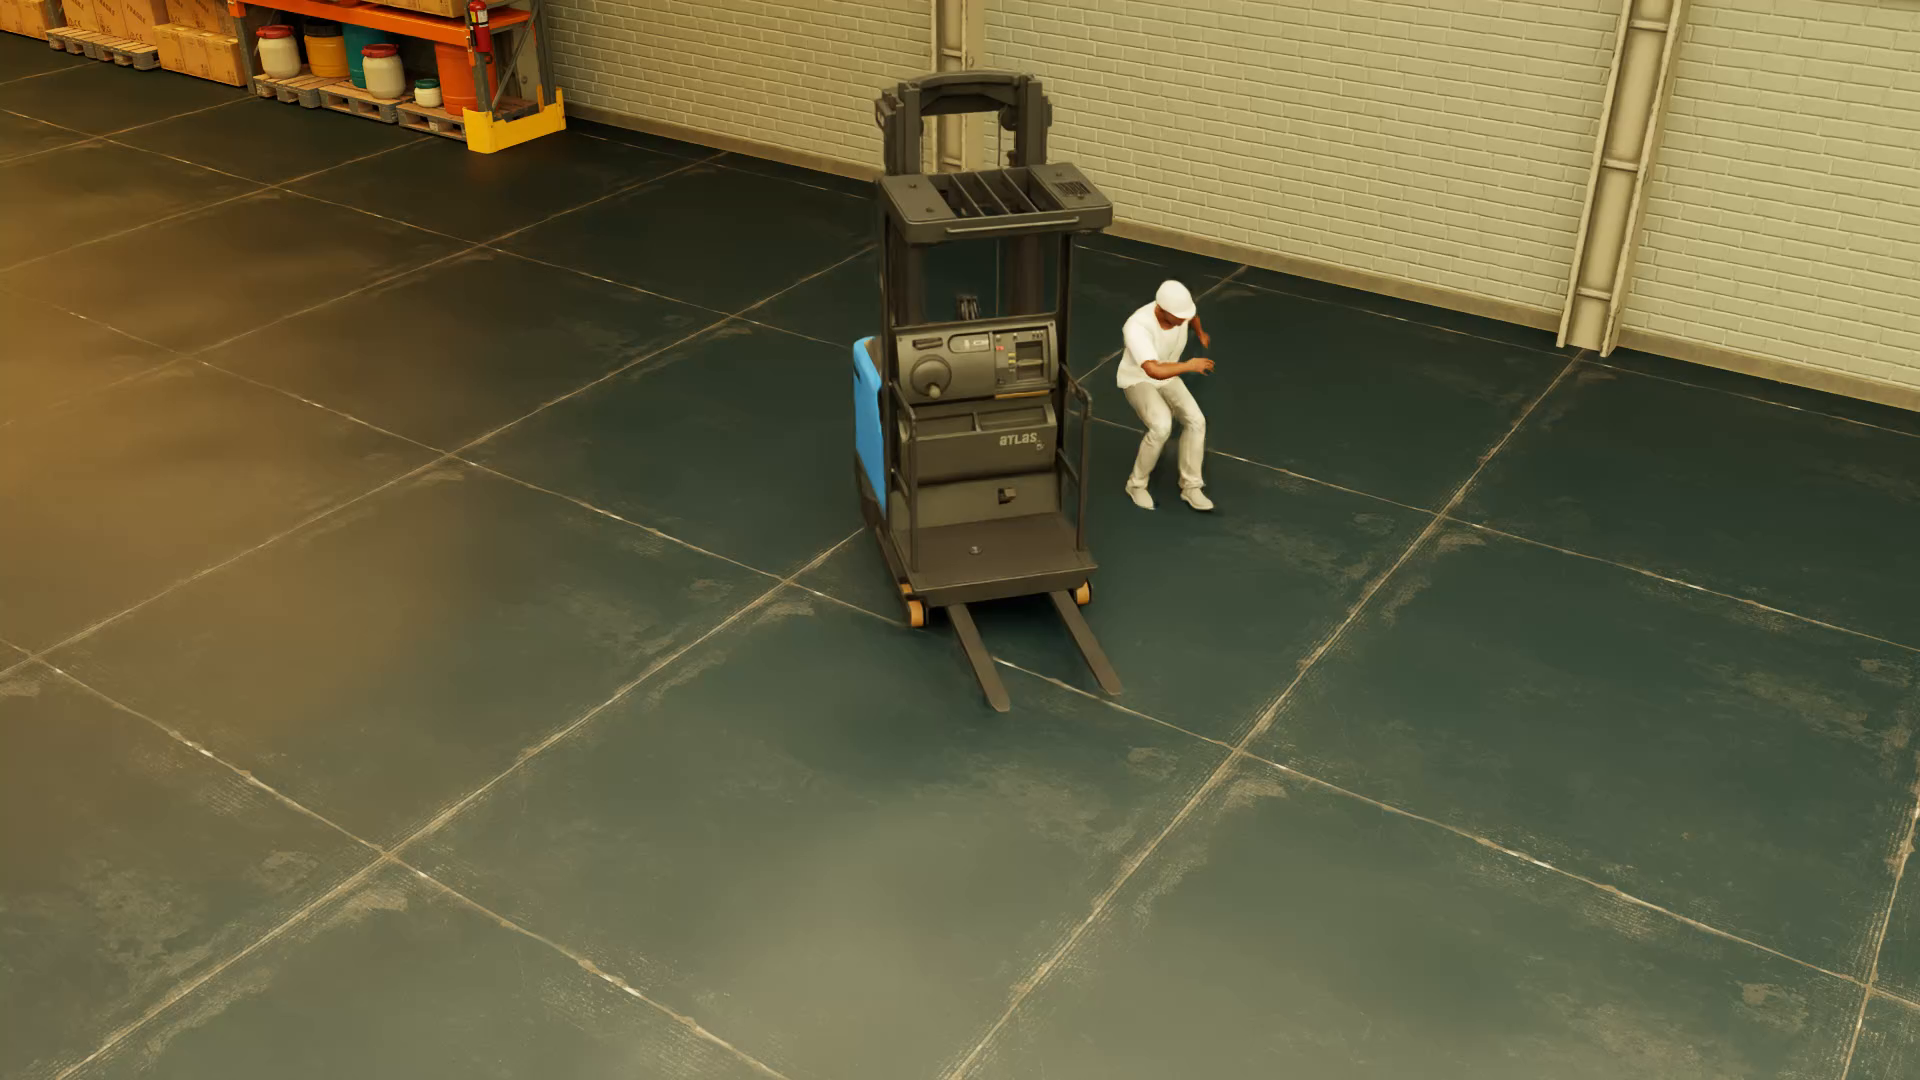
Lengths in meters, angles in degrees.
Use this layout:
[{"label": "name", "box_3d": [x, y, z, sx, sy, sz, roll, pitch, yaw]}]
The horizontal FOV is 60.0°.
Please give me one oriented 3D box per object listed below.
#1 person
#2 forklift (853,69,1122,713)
[{"label": "person", "box_3d": [1.526, -1.017, 10.860, 1.050, 1.487, 0.960, -20, 35, -30]}, {"label": "forklift", "box_3d": [0.154, -0.970, 9.252, 1.130, 2.935, 3.031, -7, 31, -12]}]
